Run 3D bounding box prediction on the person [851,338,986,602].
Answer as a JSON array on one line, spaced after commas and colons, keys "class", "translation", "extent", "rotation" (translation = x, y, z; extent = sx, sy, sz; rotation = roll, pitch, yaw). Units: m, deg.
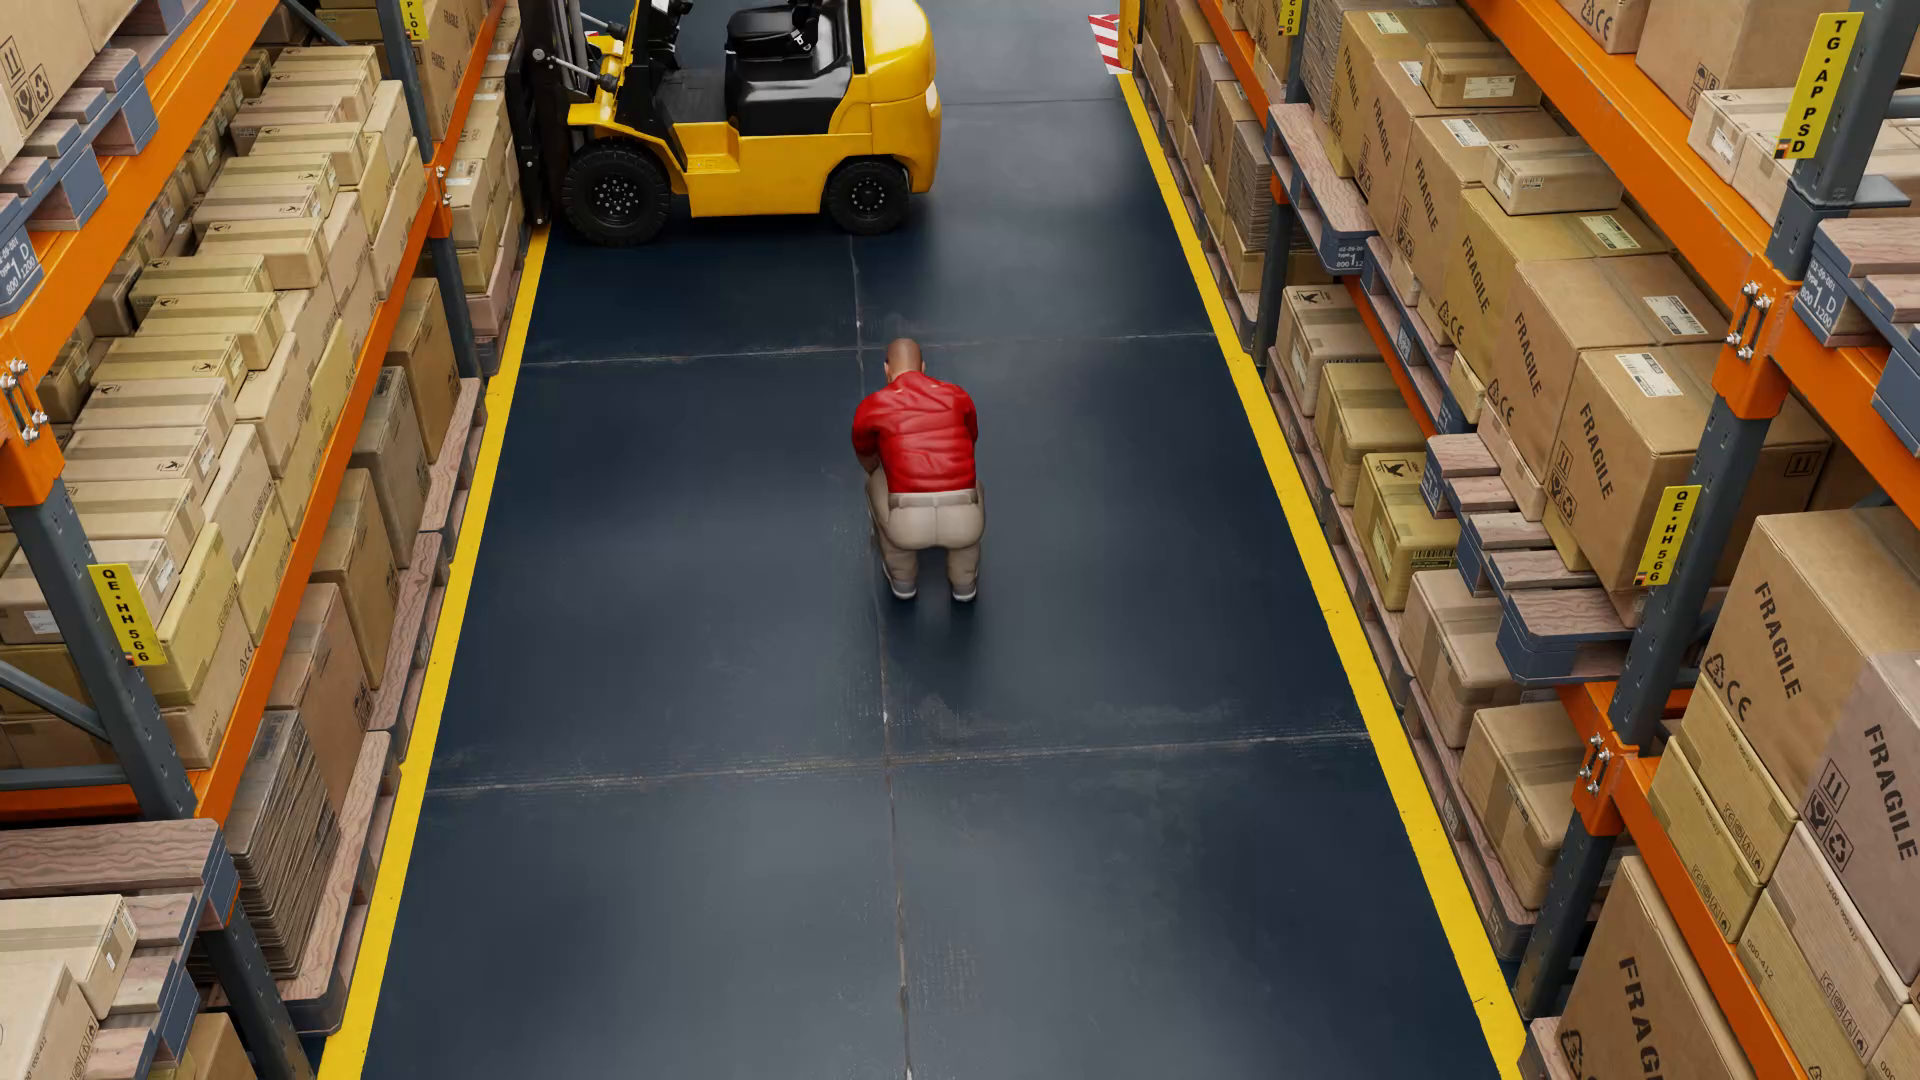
[{"class": "person", "translation": [-0.173, -0.297, 7.129], "extent": [0.568, 0.992, 0.810], "rotation": [-3, 39, -4]}]
